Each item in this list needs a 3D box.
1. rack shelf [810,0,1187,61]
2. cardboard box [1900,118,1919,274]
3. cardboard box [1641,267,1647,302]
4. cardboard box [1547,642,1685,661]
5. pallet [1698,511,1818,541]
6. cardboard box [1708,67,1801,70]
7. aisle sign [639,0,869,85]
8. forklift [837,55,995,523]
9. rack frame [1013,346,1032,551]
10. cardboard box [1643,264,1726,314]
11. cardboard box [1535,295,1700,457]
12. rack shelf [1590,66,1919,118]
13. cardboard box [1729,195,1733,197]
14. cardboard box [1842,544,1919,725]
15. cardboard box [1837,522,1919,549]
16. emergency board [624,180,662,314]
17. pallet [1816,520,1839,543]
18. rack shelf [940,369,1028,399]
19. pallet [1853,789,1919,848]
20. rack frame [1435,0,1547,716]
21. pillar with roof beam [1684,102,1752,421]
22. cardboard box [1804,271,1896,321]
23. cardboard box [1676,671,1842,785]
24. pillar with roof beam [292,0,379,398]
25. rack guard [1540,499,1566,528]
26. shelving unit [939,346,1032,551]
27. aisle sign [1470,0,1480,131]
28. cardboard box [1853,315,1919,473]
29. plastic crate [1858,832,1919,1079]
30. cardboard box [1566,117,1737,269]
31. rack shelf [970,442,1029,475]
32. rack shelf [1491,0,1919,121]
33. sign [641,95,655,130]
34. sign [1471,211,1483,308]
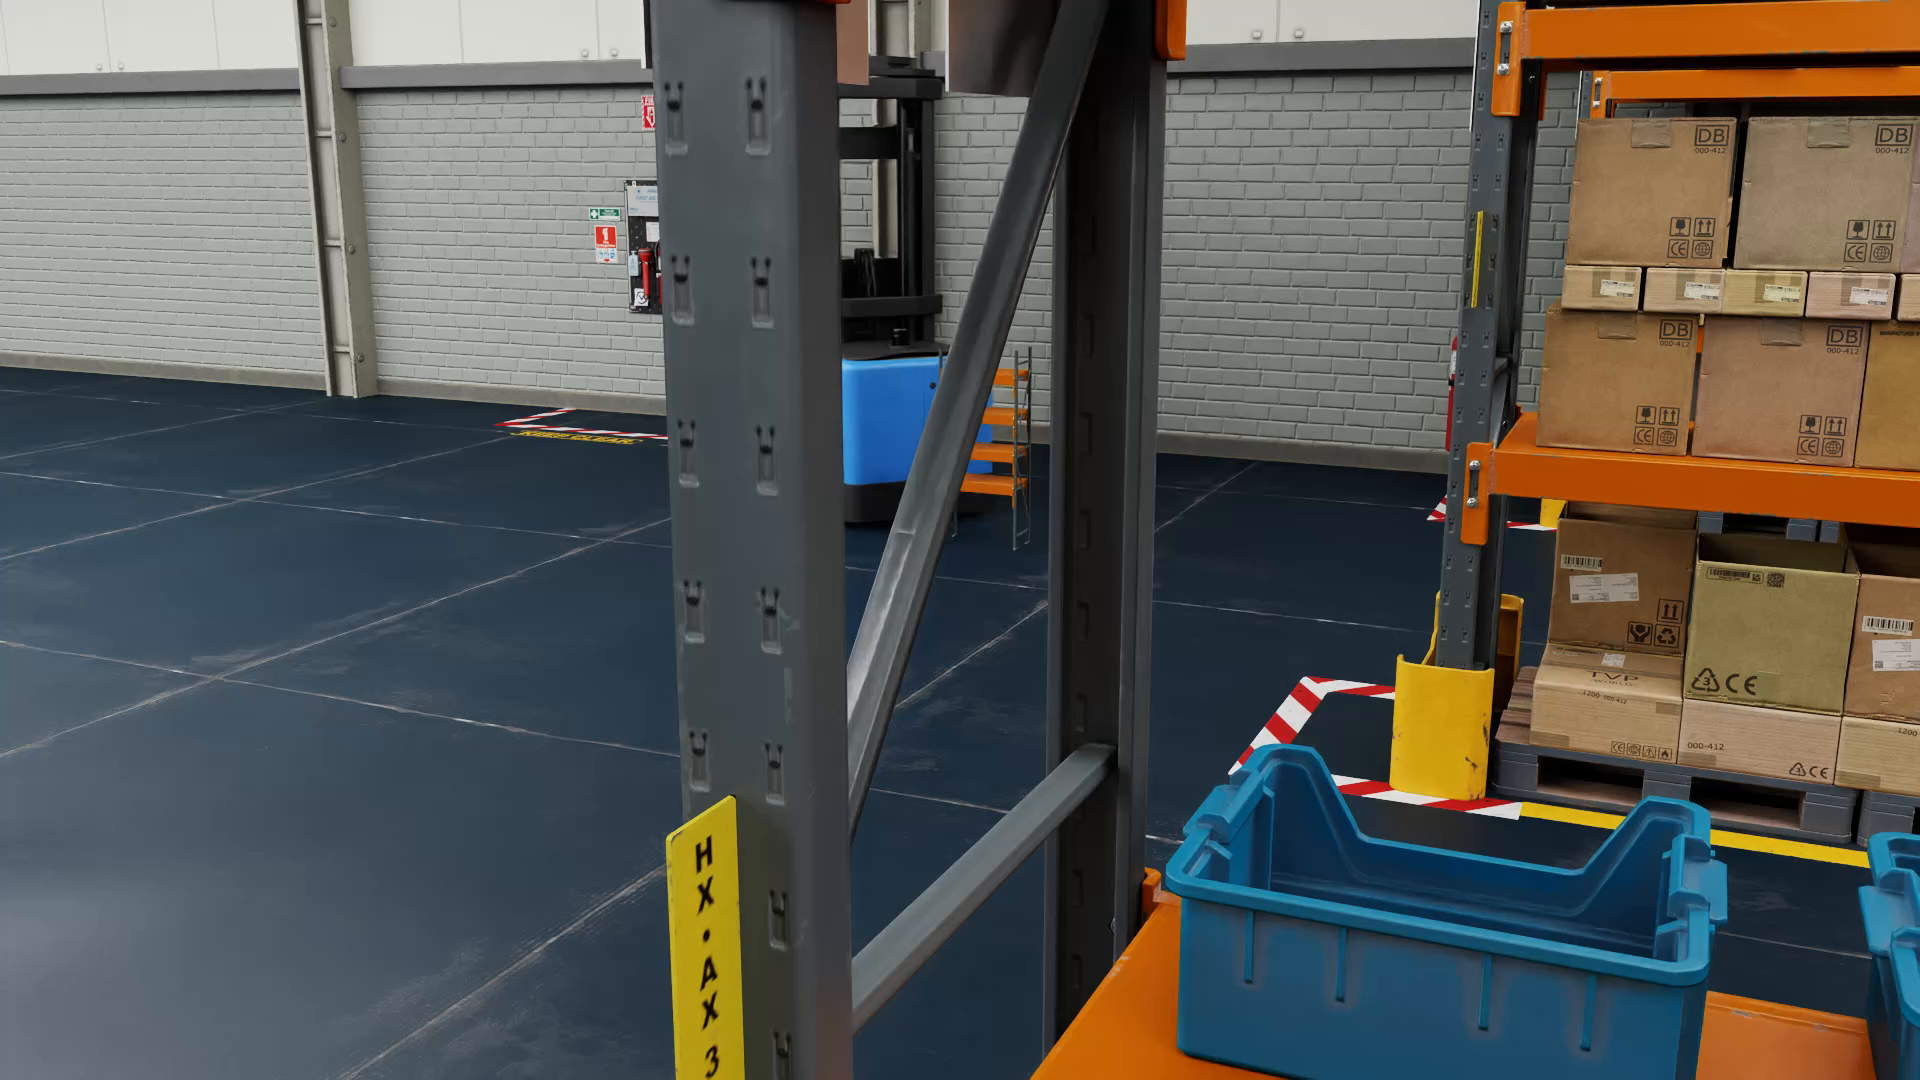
[{"bbox_3d":[1.839,-0.516,0.897,4.000,0.370,1.077,6,14,23],"label":"rack shelf"},{"bbox_3d":[3.435,-1.161,5.578,0.500,0.500,0.700,6,14,23],"label":"cardboard box"},{"bbox_3d":[2.687,-0.970,6.186,0.250,0.149,0.380,6,15,25],"label":"cardboard box"},{"bbox_3d":[2.631,0.497,6.672,0.500,0.250,0.500,6,14,23],"label":"cardboard box"},{"bbox_3d":[4.821,-0.213,10.702,1.213,0.211,1.003,6,14,23],"label":"pallet"},{"bbox_3d":[4.705,-3.039,9.811,0.500,0.500,0.500,7,15,27],"label":"cardboard box"},{"bbox_3d":[-0.174,-0.802,1.417,0.004,0.787,0.394,6,14,23],"label":"aisle sign"},{"bbox_3d":[-0.833,-1.821,11.598,1.130,2.935,3.031,-6,14,-23],"label":"forklift"},{"bbox_3d":[0.374,-0.546,9.956,0.015,1.200,0.240,6,14,23],"label":"rack frame"},{"bbox_3d":[2.535,-0.885,5.820,0.250,0.149,0.380,5,14,22],"label":"cardboard box"},{"bbox_3d":[2.442,-0.628,6.147,0.500,0.500,0.700,6,14,23],"label":"cardboard box"},{"bbox_3d":[5.852,-2.585,9.716,4.000,0.370,1.077,6,14,23],"label":"rack shelf"},{"bbox_3d":[4.997,-1.914,10.490,0.500,0.500,0.500,6,14,24],"label":"cardboard box"},{"bbox_3d":[3.341,0.329,5.744,0.500,0.500,0.500,6,14,23],"label":"cardboard box"},{"bbox_3d":[3.552,0.221,6.207,0.500,0.500,0.500,6,14,23],"label":"cardboard box"},{"bbox_3d":[-2.716,-2.568,14.633,0.643,1.169,0.194,6,14,23],"label":"emergency board"},{"bbox_3d":[5.933,-0.100,10.219,1.213,0.211,1.003,6,14,23],"label":"pallet"},{"bbox_3d":[0.151,-0.951,9.963,0.480,0.148,0.258,6,14,23],"label":"rack shelf"},{"bbox_3d":[3.848,0.907,5.926,1.213,0.211,1.003,6,14,23],"label":"pallet"},{"bbox_3d":[2.021,-0.625,6.354,0.127,3.000,1.000,6,14,23],"label":"rack frame"},{"bbox_3d":[3.270,-3.798,6.742,0.400,9.000,9.100,6,14,23],"label":"pillar with roof beam"},{"bbox_3d":[2.992,-0.838,5.619,0.250,0.149,0.380,6,14,22],"label":"cardboard box"},{"bbox_3d":[2.879,0.650,6.017,0.500,0.250,0.500,6,14,23],"label":"cardboard box"},{"bbox_3d":[-7.701,-4.908,11.474,0.400,9.000,9.100,6,14,23],"label":"pillar with roof beam"},{"bbox_3d":[4.093,-0.436,11.021,0.348,0.500,1.175,6,14,23],"label":"rack guard"},{"bbox_3d":[0.151,-0.569,10.052,0.503,1.200,0.258,6,14,23],"label":"shelving unit"},{"bbox_3d":[1.836,-1.833,5.810,0.004,0.787,0.394,6,14,23],"label":"aisle sign"},{"bbox_3d":[3.376,-0.534,5.743,0.500,0.500,0.700,6,14,24],"label":"cardboard box"},{"bbox_3d":[1.181,0.526,1.771,0.408,0.251,0.499,6,14,23],"label":"plastic crate"},{"bbox_3d":[2.491,-1.255,5.978,0.500,0.500,0.700,6,14,23],"label":"cardboard box"},{"bbox_3d":[0.151,-0.503,10.068,0.480,0.148,0.258,6,14,23],"label":"rack shelf"},{"bbox_3d":[3.849,-1.550,5.305,4.000,0.370,1.077,6,14,23],"label":"rack shelf"},{"bbox_3d":[-2.683,-3.718,14.460,0.199,0.298,0.001,6,14,23],"label":"sign"},{"bbox_3d":[1.790,-0.970,5.755,0.005,0.325,0.100,6,14,23],"label":"sign"}]
